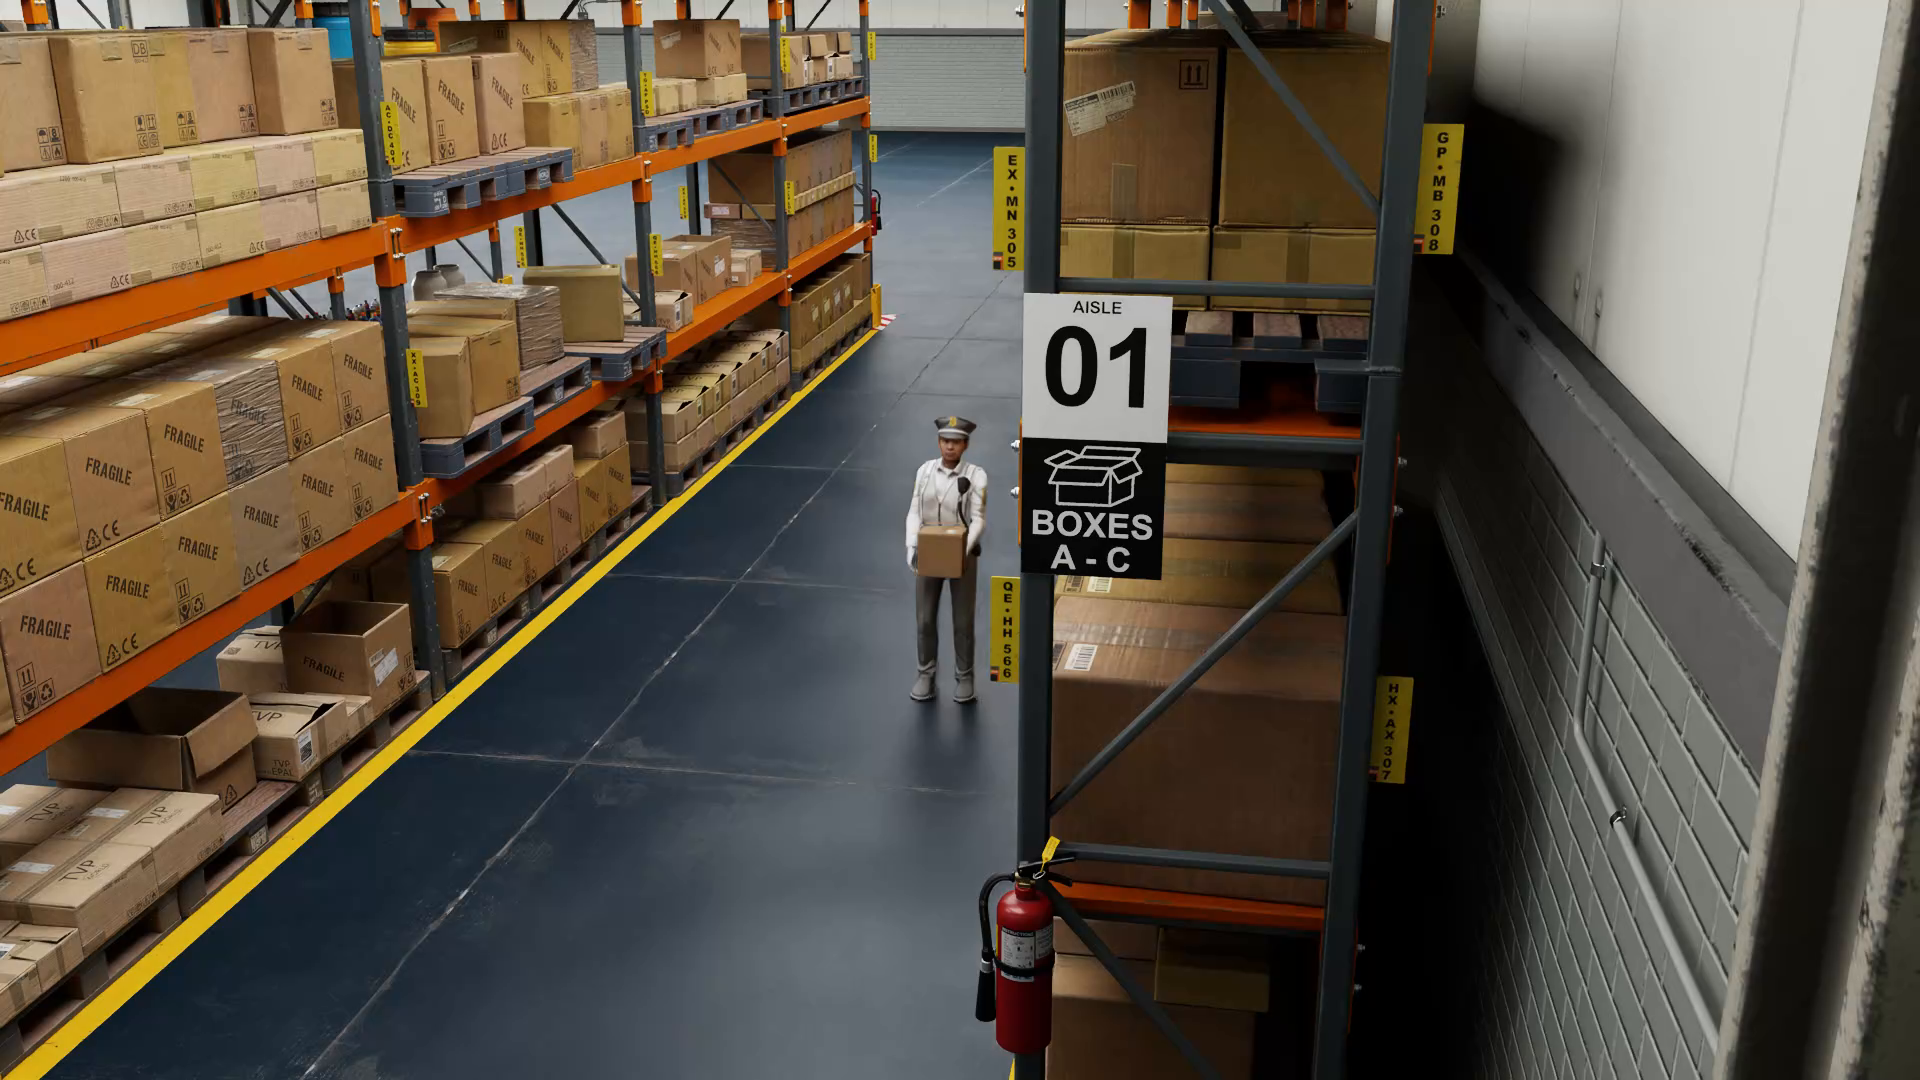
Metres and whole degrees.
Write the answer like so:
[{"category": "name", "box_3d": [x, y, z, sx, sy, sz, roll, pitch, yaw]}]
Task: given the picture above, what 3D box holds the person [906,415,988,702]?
[{"category": "person", "box_3d": [-0.081, 0.120, 9.628, 0.468, 1.697, 0.552, 5, 19, 15]}]
